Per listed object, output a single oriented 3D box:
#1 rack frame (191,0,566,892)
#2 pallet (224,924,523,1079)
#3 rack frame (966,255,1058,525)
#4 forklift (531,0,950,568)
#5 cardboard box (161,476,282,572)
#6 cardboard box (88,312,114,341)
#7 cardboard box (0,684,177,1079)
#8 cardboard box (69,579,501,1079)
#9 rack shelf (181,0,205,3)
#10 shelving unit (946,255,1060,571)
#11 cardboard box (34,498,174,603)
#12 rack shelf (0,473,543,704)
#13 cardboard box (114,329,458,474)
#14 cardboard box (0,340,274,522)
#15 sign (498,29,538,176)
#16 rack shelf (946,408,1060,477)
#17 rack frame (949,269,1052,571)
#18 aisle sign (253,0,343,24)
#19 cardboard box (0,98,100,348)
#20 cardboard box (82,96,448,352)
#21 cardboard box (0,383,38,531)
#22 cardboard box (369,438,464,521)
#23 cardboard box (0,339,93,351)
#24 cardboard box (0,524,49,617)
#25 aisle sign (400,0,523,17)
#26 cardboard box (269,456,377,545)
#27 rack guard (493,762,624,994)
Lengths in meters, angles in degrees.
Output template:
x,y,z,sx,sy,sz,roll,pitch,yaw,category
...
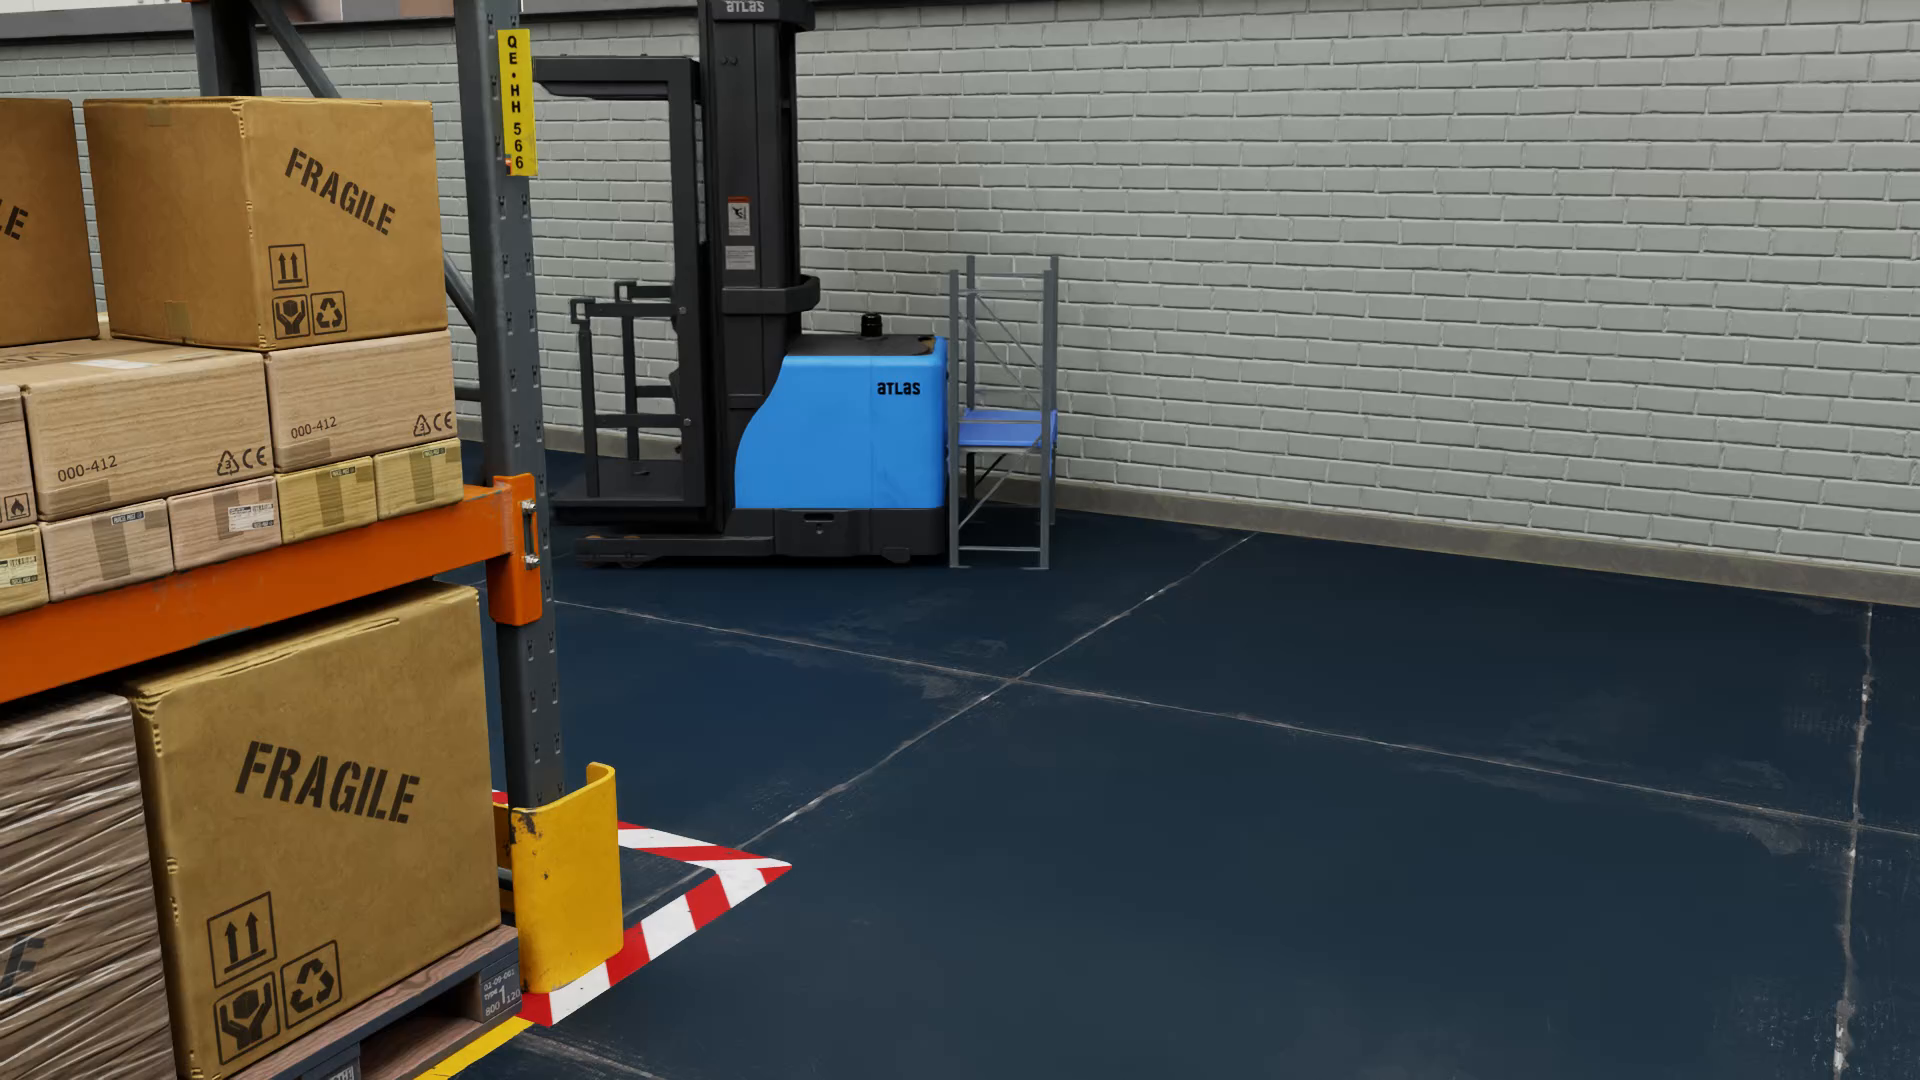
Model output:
x,y,z,sx,sy,sz,roll,pitch,yaw,category
-1.490,-0.393,4.262,1.000,3.000,0.127,7,15,28,rack frame
-1.808,1.136,3.872,1.003,0.211,1.213,7,15,28,pallet
0.286,-0.821,9.239,0.500,1.500,0.032,1,14,5,rack frame
-1.576,-1.405,8.606,3.031,2.935,1.130,0,14,1,forklift
-1.621,-0.055,3.398,0.380,0.149,0.250,7,15,28,cardboard box
-1.958,-0.397,3.963,0.500,0.250,0.500,7,15,27,cardboard box
-2.169,0.763,3.105,0.875,0.875,0.875,7,15,28,cardboard box
-1.729,0.576,3.880,0.875,0.875,0.875,7,15,28,cardboard box
-2.457,-1.091,2.293,1.077,0.370,4.000,7,15,28,rack shelf
0.242,-0.702,8.747,0.538,1.500,1.048,1,14,5,shelving unit
-1.742,-0.004,3.186,0.380,0.149,0.250,8,16,29,cardboard box
-2.457,0.367,2.645,1.077,0.370,4.000,7,15,28,rack shelf
-1.492,-0.335,3.708,0.500,0.250,0.500,7,15,27,cardboard box
-1.738,-0.231,3.277,0.500,0.250,0.500,7,15,27,cardboard box
-1.022,-1.006,3.832,0.100,0.325,0.005,7,15,28,sign
0.242,-0.527,8.789,0.538,0.185,1.000,1,14,5,rack shelf
0.198,-0.584,8.254,0.500,1.500,0.032,1,14,5,rack frame
-1.718,-1.705,4.160,0.394,0.787,0.004,7,15,28,aisle sign
-2.200,-0.658,3.450,0.500,0.500,0.500,7,15,27,cardboard box
-1.495,-0.699,3.619,0.500,0.500,0.500,8,16,29,cardboard box
-1.983,-0.126,2.843,0.500,0.250,0.500,7,15,26,cardboard box
-1.374,-0.160,3.834,0.380,0.149,0.250,8,16,29,cardboard box
-2.204,-0.289,3.518,0.500,0.250,0.500,7,15,27,cardboard box
-1.866,0.049,2.964,0.380,0.149,0.250,7,15,27,cardboard box
-1.192,-1.637,3.878,0.394,0.787,0.004,7,15,28,aisle sign
-1.498,-0.107,3.612,0.380,0.149,0.250,8,15,29,cardboard box
-1.478,0.818,4.576,1.175,0.500,0.348,7,15,28,rack guard
